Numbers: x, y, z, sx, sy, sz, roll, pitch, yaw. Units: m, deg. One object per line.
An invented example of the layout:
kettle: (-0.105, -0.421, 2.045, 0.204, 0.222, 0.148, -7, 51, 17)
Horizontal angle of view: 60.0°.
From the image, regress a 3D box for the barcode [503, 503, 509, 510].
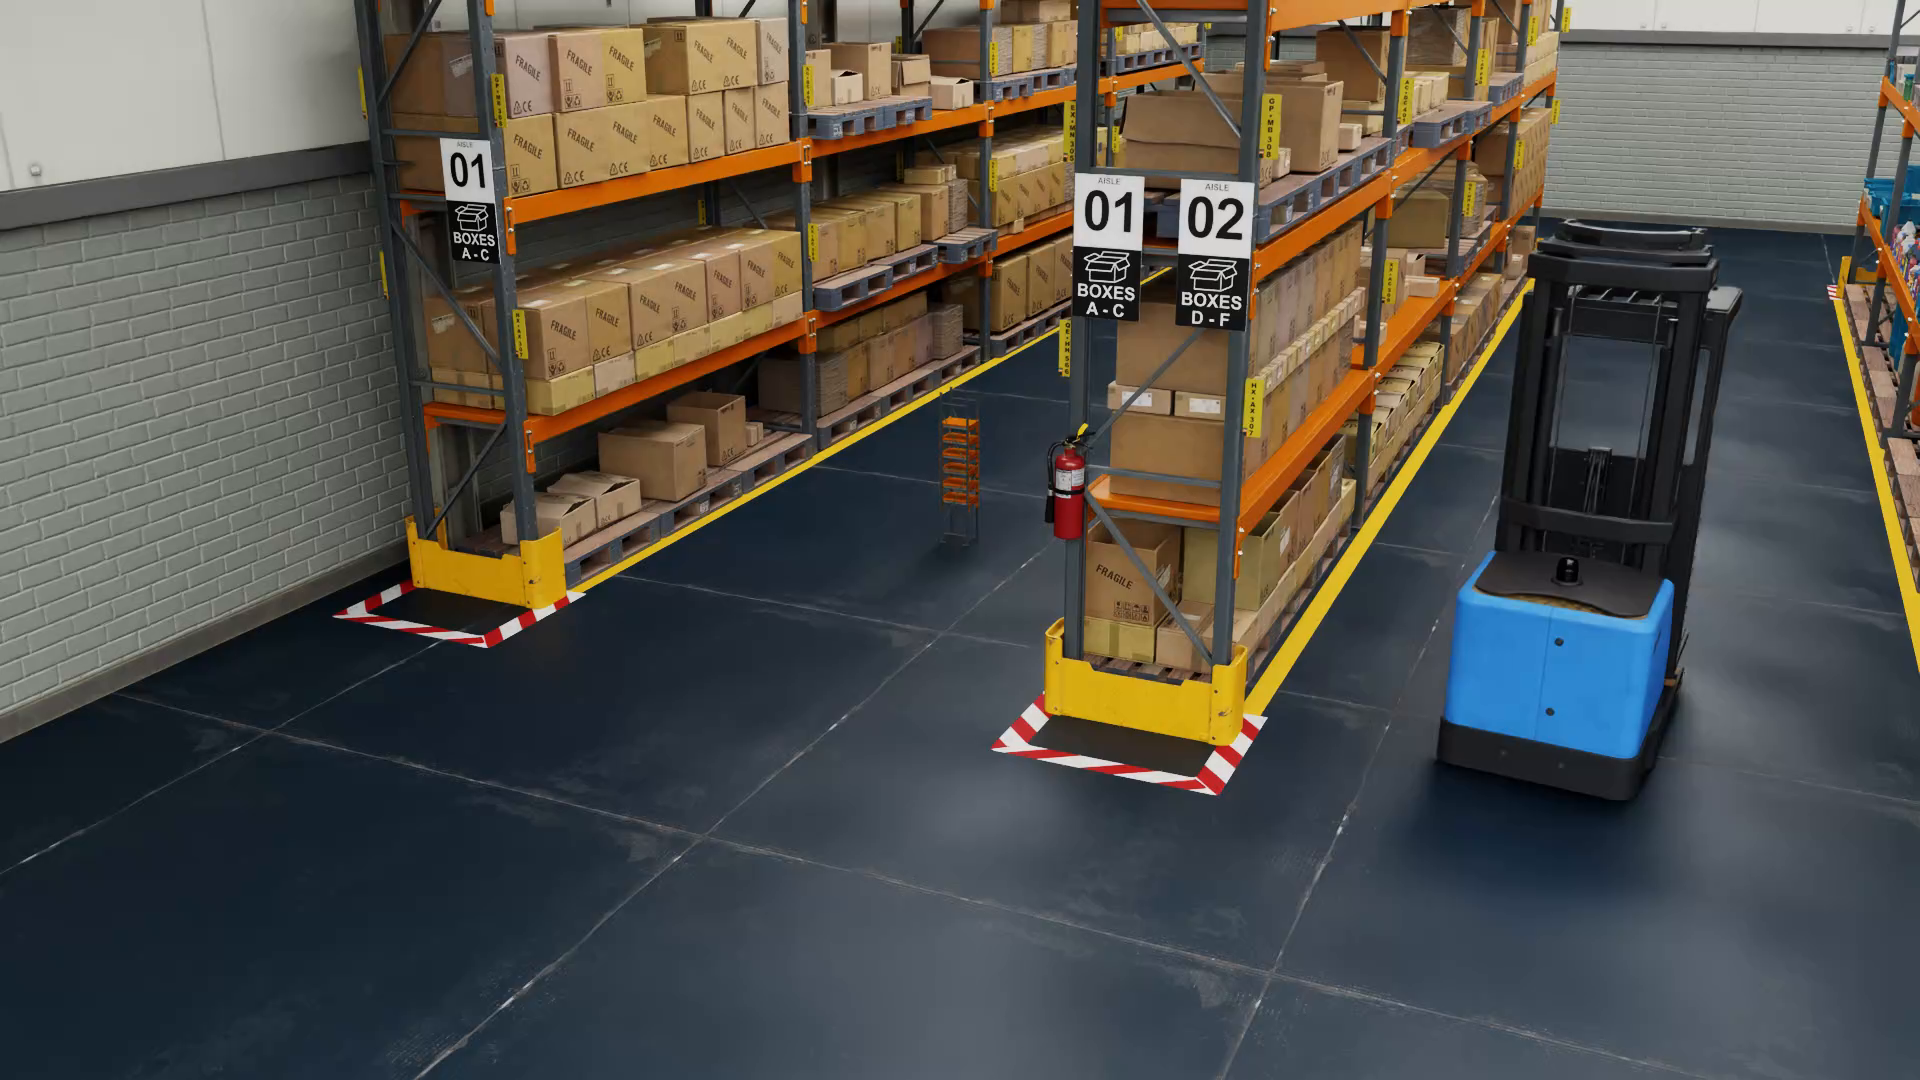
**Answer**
barcode: (-3.411, -0.238, 12.503, 0.001, 0.075, 0.075, 9, 21, 23)

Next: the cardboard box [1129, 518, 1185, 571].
cardboard box: (1.446, -0.123, 11.195, 0.500, 0.500, 0.500, 9, 21, 23)

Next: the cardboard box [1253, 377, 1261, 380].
cardboard box: (1.565, -0.879, 9.846, 0.380, 0.149, 0.250, 8, 21, 21)

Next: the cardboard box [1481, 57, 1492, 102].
cardboard box: (4.948, -4.713, 17.120, 0.910, 0.500, 0.500, 9, 21, 23)

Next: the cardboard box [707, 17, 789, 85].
cardboard box: (-1.738, -4.007, 13.610, 0.500, 0.500, 0.500, 7, 21, 18)

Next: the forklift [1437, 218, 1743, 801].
forklift: (3.836, -0.441, 9.835, 1.130, 2.935, 3.031, 11, 22, 27)

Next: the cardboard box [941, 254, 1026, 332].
cardboard box: (0.278, -2.871, 19.145, 0.750, 0.750, 0.750, 8, 21, 22)

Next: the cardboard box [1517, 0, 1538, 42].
cardboard box: (6.515, -6.242, 19.925, 0.700, 0.500, 0.500, 9, 21, 23)

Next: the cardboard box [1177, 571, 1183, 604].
cardboard box: (1.246, 0.384, 10.889, 0.500, 0.250, 0.500, 9, 21, 23)

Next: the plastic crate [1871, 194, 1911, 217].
plastic crate: (11.108, -3.990, 19.871, 0.416, 0.233, 0.300, 9, 21, 23)

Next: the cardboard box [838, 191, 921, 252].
cardboard box: (-0.816, -3.204, 16.696, 0.700, 0.500, 0.500, 9, 21, 23)

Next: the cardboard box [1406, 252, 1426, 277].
cardboard box: (4.189, -2.653, 16.085, 0.500, 0.311, 0.500, 10, 22, 26)

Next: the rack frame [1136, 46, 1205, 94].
rack frame: (3.133, -5.924, 25.151, 1.000, 3.000, 0.127, 9, 21, 23)

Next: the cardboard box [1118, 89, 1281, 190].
cardboard box: (1.341, -2.255, 9.368, 0.797, 0.503, 0.637, 10, 22, 26)

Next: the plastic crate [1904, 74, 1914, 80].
plastic crate: (10.615, -4.999, 18.321, 0.416, 0.233, 0.300, 9, 21, 23)

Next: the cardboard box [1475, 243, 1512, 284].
cardboard box: (6.781, -3.629, 21.766, 0.797, 0.503, 0.637, 9, 21, 23)

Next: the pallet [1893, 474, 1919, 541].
pallet: (8.042, -0.202, 13.223, 1.003, 0.211, 1.213, 9, 21, 23)

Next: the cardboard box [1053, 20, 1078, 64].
cardboard box: (1.035, -6.115, 20.405, 0.700, 0.500, 0.500, 7, 21, 20)

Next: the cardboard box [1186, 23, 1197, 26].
cardboard box: (3.083, -7.604, 23.726, 0.500, 0.500, 0.500, 8, 21, 23)

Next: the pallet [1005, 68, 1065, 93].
pallet: (0.528, -5.349, 19.339, 1.003, 0.211, 1.213, 10, 22, 25)

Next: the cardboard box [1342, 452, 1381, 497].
cardboard box: (3.131, -0.569, 13.569, 0.500, 0.250, 0.500, 8, 21, 21)

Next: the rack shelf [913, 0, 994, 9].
rack shelf: (0.676, -6.389, 19.176, 1.077, 0.370, 4.000, 9, 21, 23)

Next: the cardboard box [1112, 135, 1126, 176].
cardboard box: (1.732, -5.006, 22.122, 0.980, 0.700, 0.700, 9, 21, 24)

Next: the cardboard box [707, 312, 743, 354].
cardboard box: (-2.102, -1.701, 13.470, 0.500, 0.250, 0.500, 8, 21, 22)

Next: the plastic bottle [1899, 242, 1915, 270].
plastic bottle: (9.522, -2.841, 16.665, 0.152, 0.276, 0.135, 9, 21, 23)

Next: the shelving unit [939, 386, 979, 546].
shelving unit: (-0.006, -0.561, 12.755, 0.258, 1.200, 0.189, 9, 21, 23)

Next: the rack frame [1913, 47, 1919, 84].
rack frame: (10.534, -6.169, 16.885, 1.000, 3.000, 0.127, 9, 21, 23)

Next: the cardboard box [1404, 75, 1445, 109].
cardboard box: (4.046, -4.032, 14.949, 0.500, 0.250, 0.500, 9, 22, 24)

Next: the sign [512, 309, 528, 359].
sign: (-2.924, -1.367, 11.043, 0.100, 0.325, 0.005, 9, 21, 23)

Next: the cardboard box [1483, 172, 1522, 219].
cardboard box: (6.473, -4.189, 20.121, 0.500, 0.500, 0.500, 9, 22, 24)

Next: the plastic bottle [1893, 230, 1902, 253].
plastic bottle: (9.869, -3.120, 17.456, 0.097, 0.271, 0.097, 0, 20, 0)

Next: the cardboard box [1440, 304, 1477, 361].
cardboard box: (5.245, -2.243, 17.874, 0.500, 0.500, 0.500, 8, 21, 22)

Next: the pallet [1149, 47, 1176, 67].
pallet: (2.341, -6.693, 22.969, 1.003, 0.211, 1.213, 9, 21, 23)

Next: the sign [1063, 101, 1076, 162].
sign: (0.613, -2.227, 9.073, 0.100, 0.325, 0.005, 9, 21, 23)

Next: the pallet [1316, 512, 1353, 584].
pallet: (2.376, -0.026, 12.728, 1.003, 0.211, 1.213, 9, 21, 23)

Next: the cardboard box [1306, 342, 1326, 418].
cardboard box: (2.145, -1.173, 11.641, 0.700, 0.500, 0.500, 9, 21, 24)

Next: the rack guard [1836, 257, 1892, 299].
rack guard: (12.170, -3.396, 21.773, 1.175, 0.500, 0.348, 9, 21, 23)

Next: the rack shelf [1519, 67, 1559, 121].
rack shelf: (6.835, -5.709, 21.141, 1.077, 0.370, 4.000, 9, 21, 23)

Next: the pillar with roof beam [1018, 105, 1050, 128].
pillar with roof beam: (4.920, -7.270, 19.982, 9.100, 9.000, 0.400, 9, 21, 23)

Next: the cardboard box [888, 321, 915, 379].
cardboard box: (-0.885, -1.984, 17.144, 0.700, 0.500, 0.500, 8, 21, 22)

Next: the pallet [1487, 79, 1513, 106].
pallet: (5.263, -4.841, 17.907, 1.213, 0.211, 1.003, 9, 21, 23)

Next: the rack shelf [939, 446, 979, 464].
rack shelf: (-0.006, -0.632, 12.730, 0.258, 0.103, 0.180, 9, 21, 23)

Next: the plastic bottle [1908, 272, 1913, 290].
plastic bottle: (9.030, -2.460, 15.706, 0.097, 0.201, 0.097, 0, 20, 0)

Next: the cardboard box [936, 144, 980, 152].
cardboard box: (0.022, -4.361, 19.012, 0.500, 0.250, 0.500, 8, 21, 21)

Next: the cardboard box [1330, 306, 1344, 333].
cardboard box: (2.510, -1.582, 11.822, 0.380, 0.149, 0.250, 9, 21, 23)

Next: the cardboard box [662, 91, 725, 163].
cardboard box: (-2.173, -3.210, 12.863, 0.500, 0.500, 0.500, 8, 21, 21)

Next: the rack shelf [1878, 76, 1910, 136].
rack shelf: (11.353, -5.028, 19.227, 1.077, 0.370, 4.000, 9, 21, 23)

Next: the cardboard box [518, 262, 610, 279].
cardboard box: (-2.997, -1.810, 12.656, 0.500, 0.500, 0.500, 8, 21, 21)

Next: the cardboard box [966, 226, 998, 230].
cardboard box: (0.203, -3.439, 18.506, 0.380, 0.149, 0.250, 8, 21, 22)

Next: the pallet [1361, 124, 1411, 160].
pallet: (3.090, -3.172, 13.220, 0.805, 0.209, 1.217, 8, 21, 21)

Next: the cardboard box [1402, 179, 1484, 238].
cardboard box: (5.082, -3.507, 17.576, 0.700, 0.500, 0.500, 13, 23, 33)

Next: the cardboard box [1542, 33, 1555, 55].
cardboard box: (7.472, -6.479, 21.711, 0.500, 0.250, 0.500, 9, 21, 23)

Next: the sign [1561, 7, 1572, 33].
sign: (8.152, -6.994, 22.360, 0.100, 0.325, 0.005, 9, 21, 23)

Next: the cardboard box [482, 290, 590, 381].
cardboard box: (-2.949, -1.430, 11.588, 0.500, 0.500, 0.500, 9, 21, 23)
